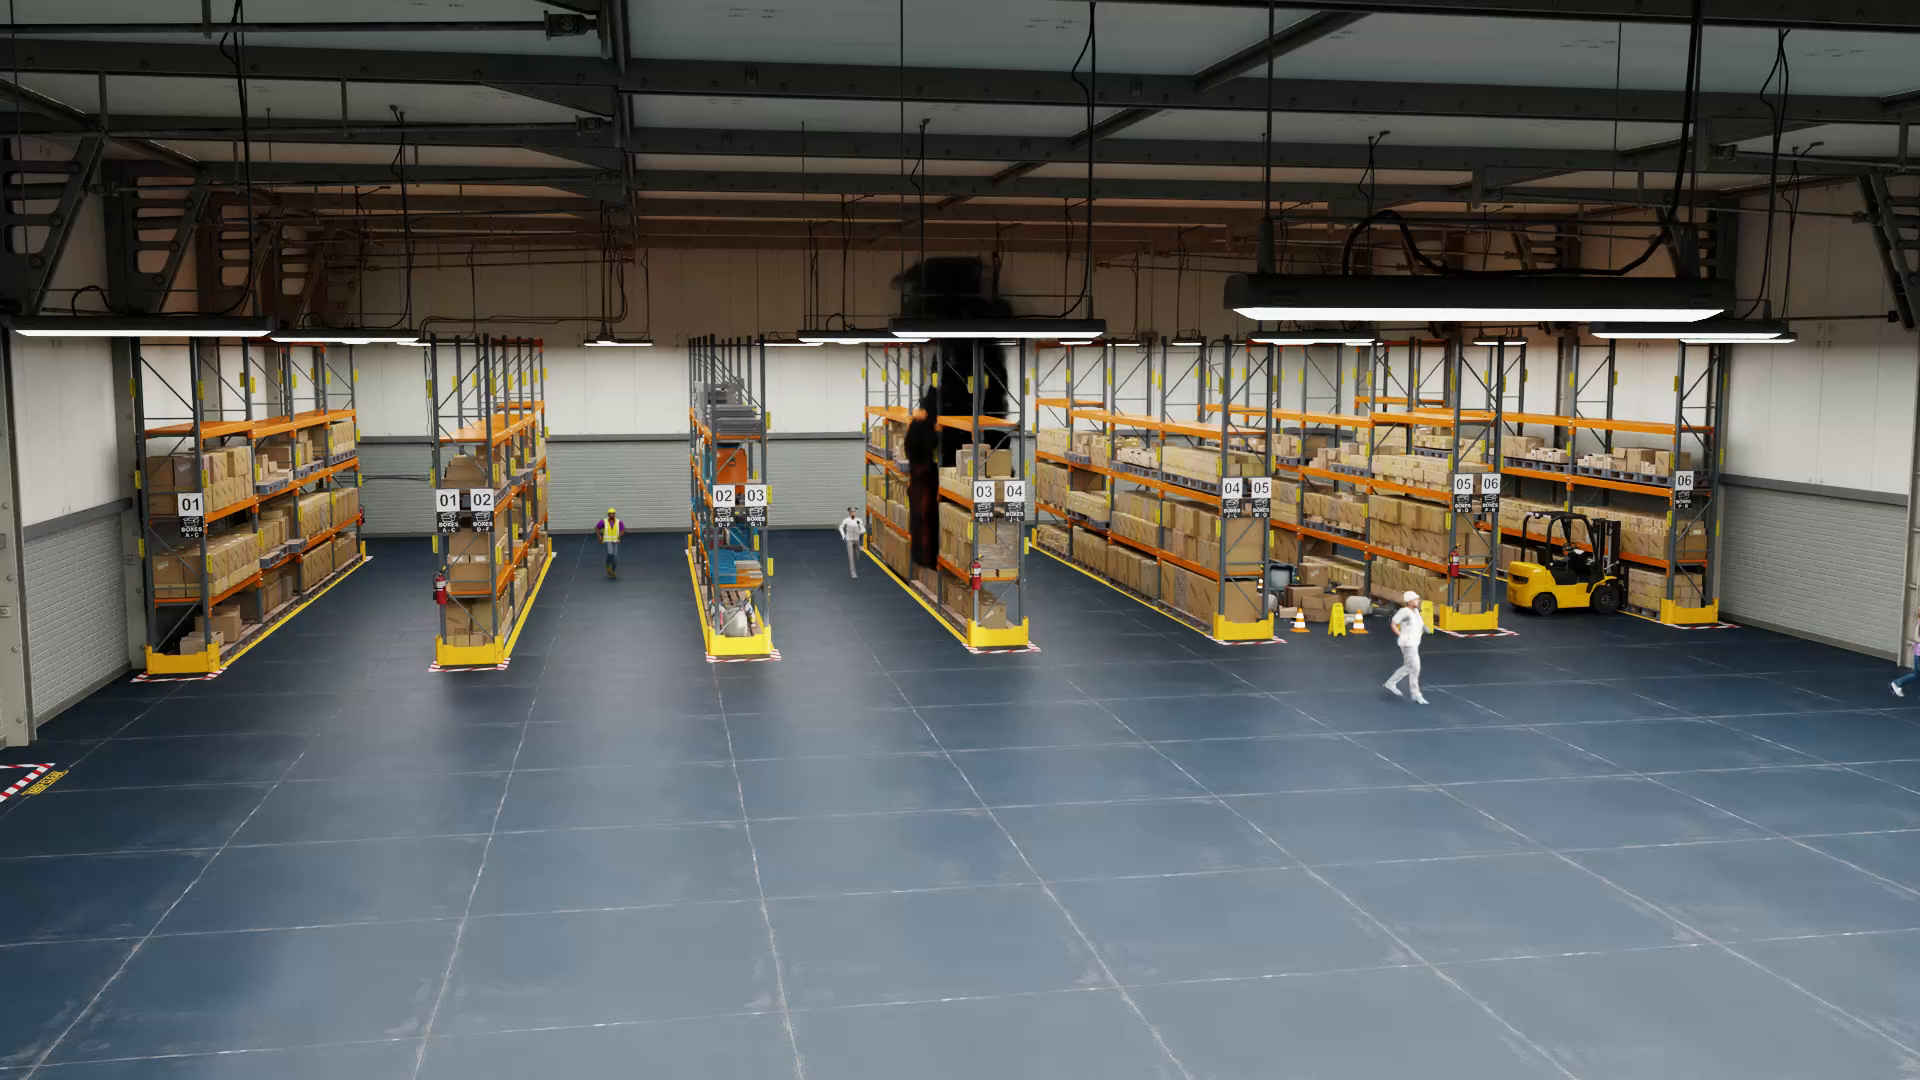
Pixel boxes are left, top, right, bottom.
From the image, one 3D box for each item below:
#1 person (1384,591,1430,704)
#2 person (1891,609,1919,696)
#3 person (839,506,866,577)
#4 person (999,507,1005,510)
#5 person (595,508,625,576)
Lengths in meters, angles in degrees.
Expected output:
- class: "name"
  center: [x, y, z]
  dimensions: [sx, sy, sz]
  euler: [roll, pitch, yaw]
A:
- class: "person"
  center: [7.321, 1.739, 27.170]
  dimensions: [0.776, 1.830, 0.685]
  euler: [4, 8, 32]
- class: "person"
  center: [15.529, 1.861, 26.812]
  dimensions: [0.545, 1.570, 0.864]
  euler: [-4, 8, -29]
- class: "person"
  center: [-2.564, 0.032, 39.886]
  dimensions: [0.624, 1.690, 0.809]
  euler: [-2, 7, -14]
- class: "person"
  center: [1.204, -0.499, 47.433]
  dimensions: [0.545, 1.596, 0.548]
  euler: [-2, 7, -19]
- class: "person"
  center: [-8.720, 0.067, 41.606]
  dimensions: [0.693, 1.736, 0.675]
  euler: [-3, 7, -22]
